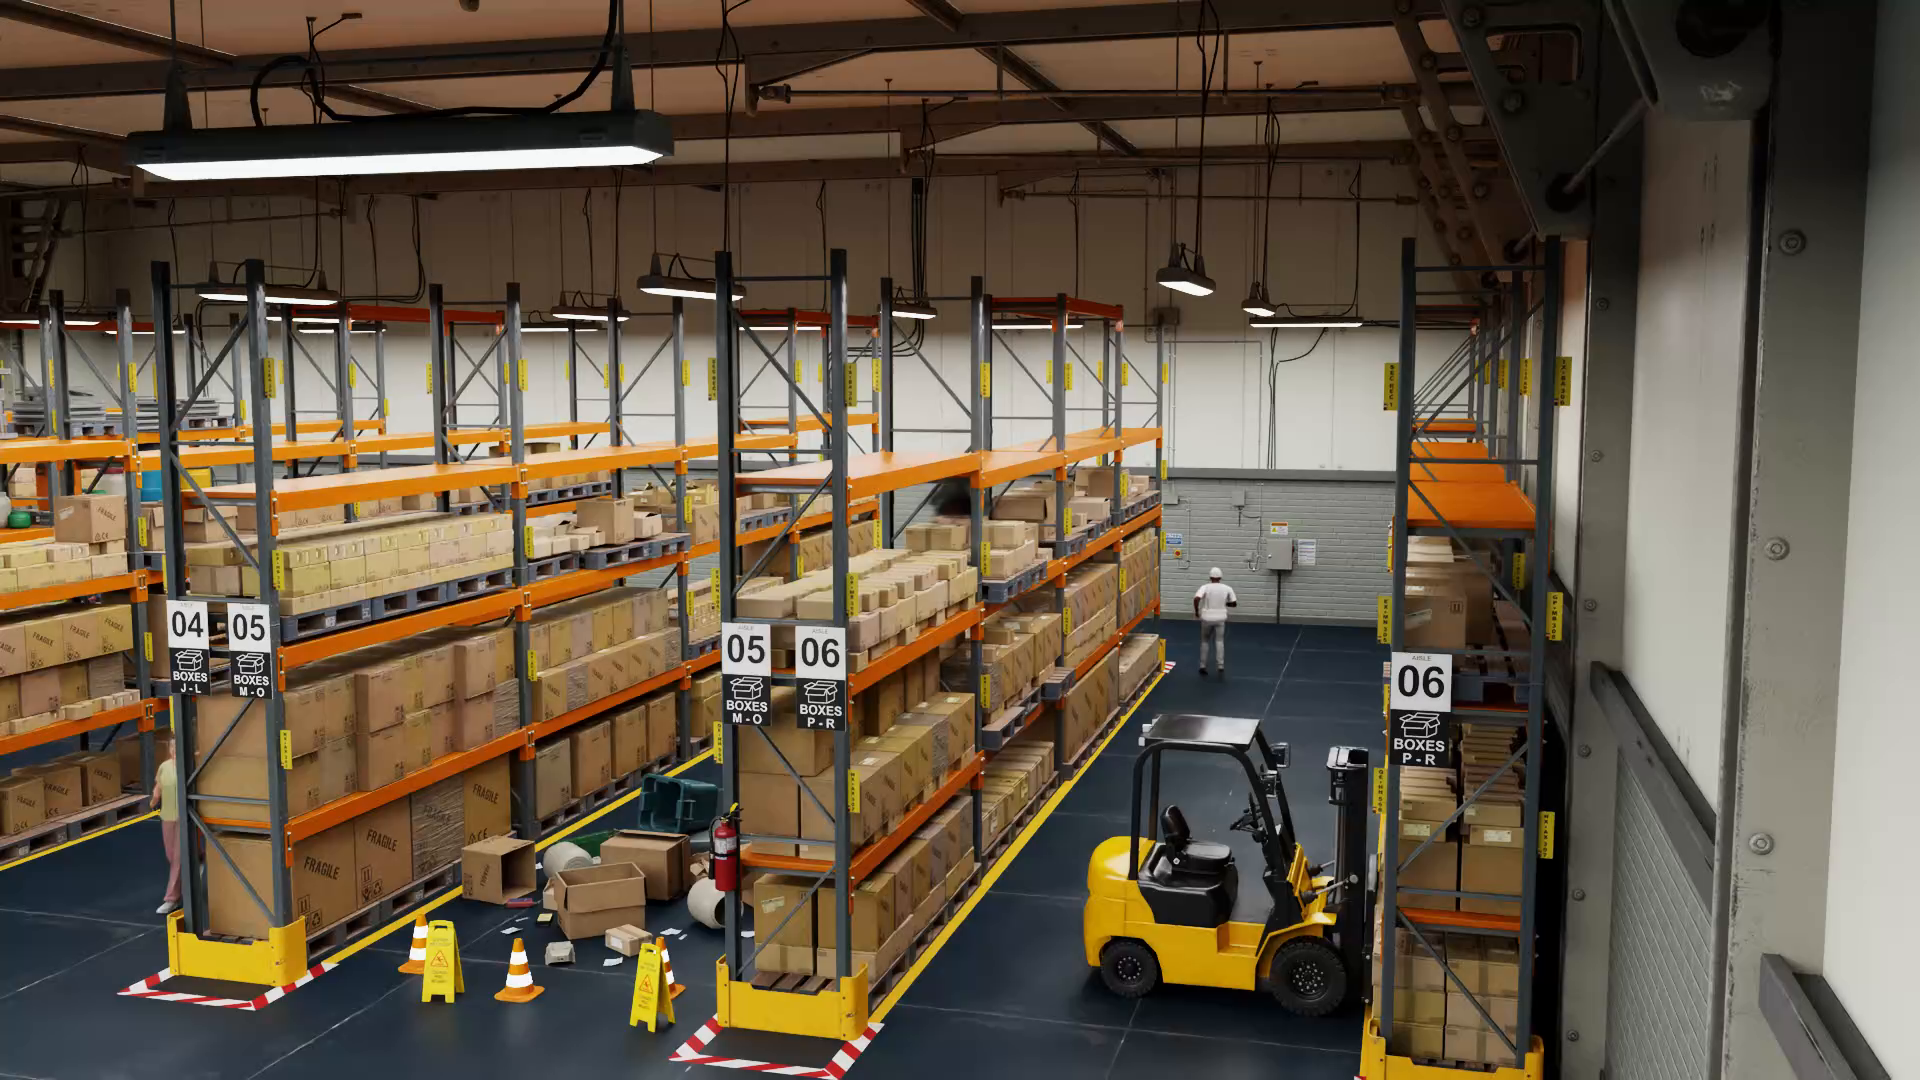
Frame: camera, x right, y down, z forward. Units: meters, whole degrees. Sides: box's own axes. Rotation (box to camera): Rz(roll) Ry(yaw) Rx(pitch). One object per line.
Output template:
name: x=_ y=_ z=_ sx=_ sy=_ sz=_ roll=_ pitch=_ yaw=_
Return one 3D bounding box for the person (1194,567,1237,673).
person: x=4.223 y=1.349 z=27.603 sx=0.720 sy=1.800 sz=0.887 roll=0 pitch=6 yaw=4

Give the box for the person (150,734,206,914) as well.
person: x=-7.430 y=2.655 z=15.895 sx=0.580 sy=1.645 sz=0.924 roll=0 pitch=6 yaw=3
